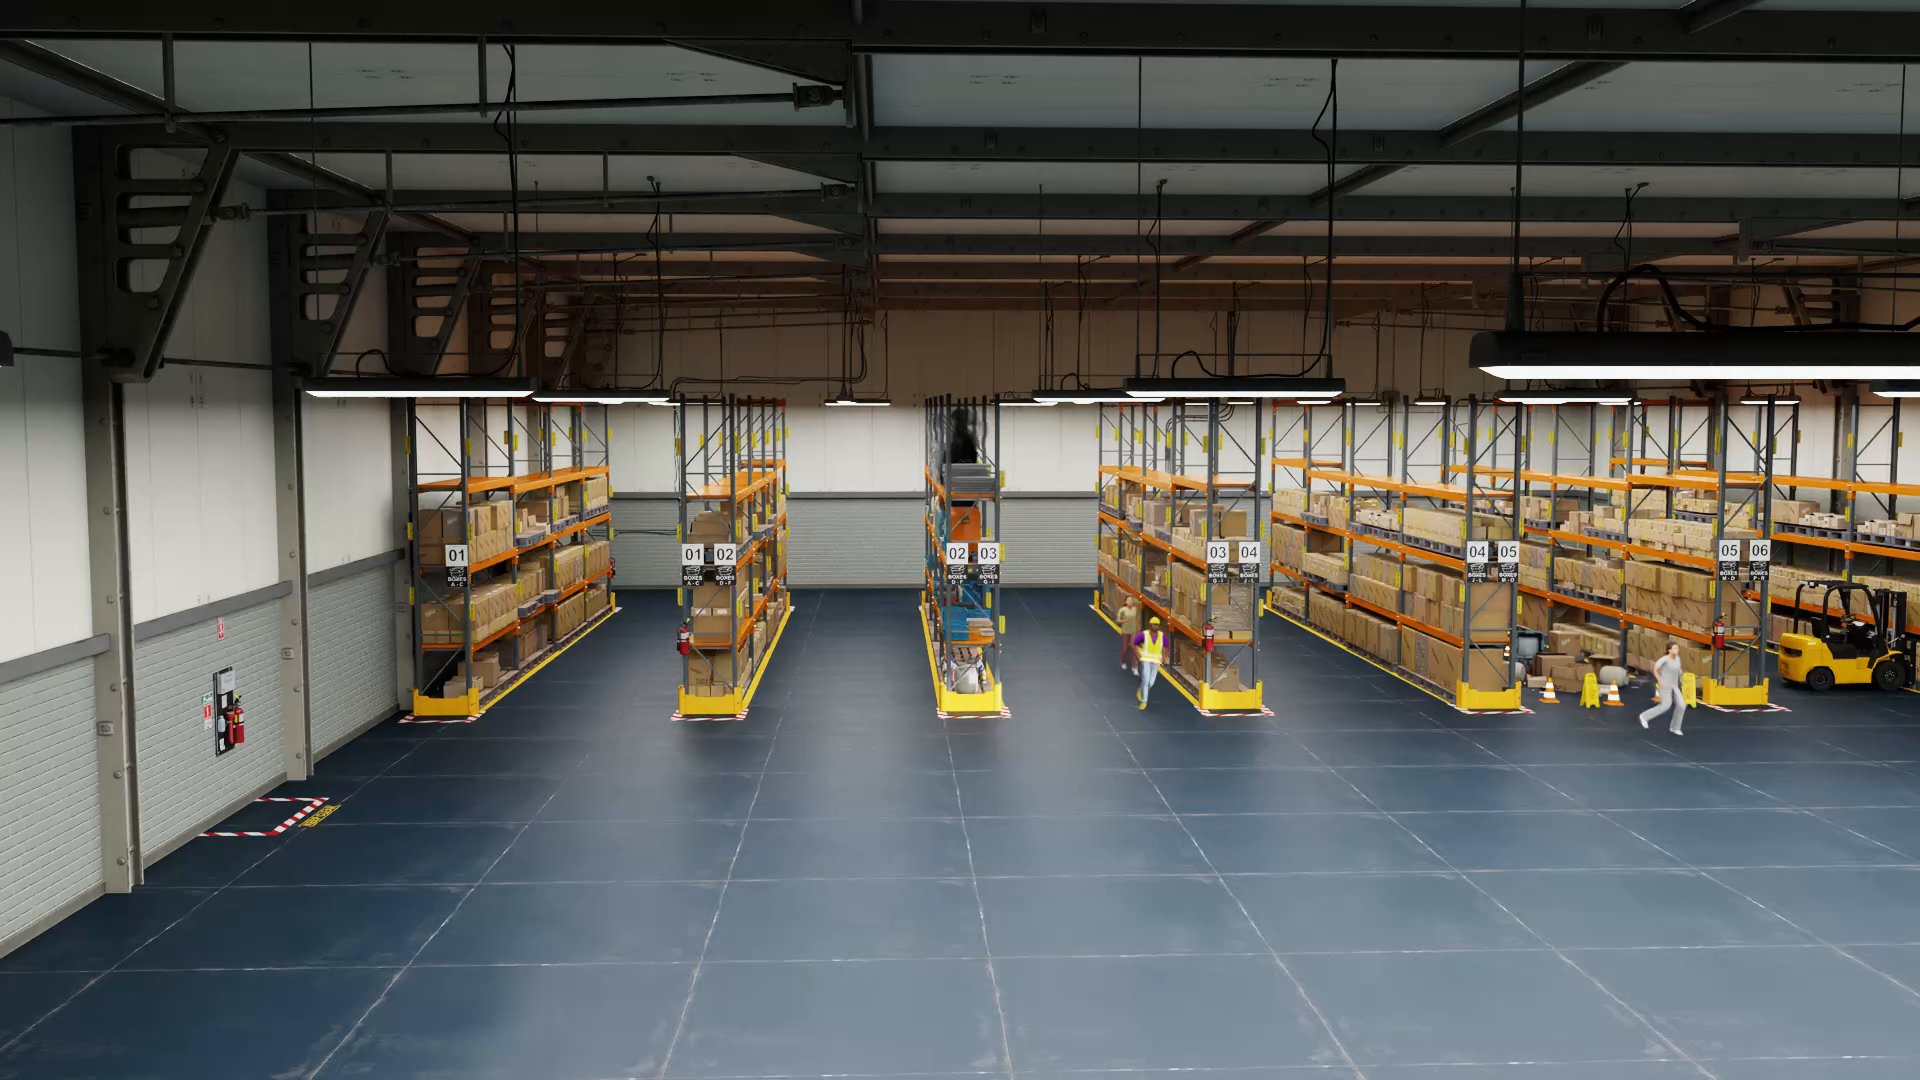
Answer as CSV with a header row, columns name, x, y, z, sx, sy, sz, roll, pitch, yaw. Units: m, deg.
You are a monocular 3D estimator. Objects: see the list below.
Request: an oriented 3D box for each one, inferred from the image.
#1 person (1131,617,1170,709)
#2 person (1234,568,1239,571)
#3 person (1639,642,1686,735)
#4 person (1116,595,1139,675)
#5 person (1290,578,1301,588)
name,x,y,z,sx,sy,sz,roll,pitch,yaw
person,3.679,2.340,32.024,0.759,1.724,0.757,-1,5,-8
person,7.255,1.457,43.385,0.669,1.684,0.760,-1,5,-8
person,12.466,2.617,29.362,0.762,1.662,0.627,-3,5,-30
person,3.649,2.026,35.948,0.571,1.687,0.904,-1,5,-12
person,9.955,1.058,48.767,1.008,1.549,0.586,2,5,22
